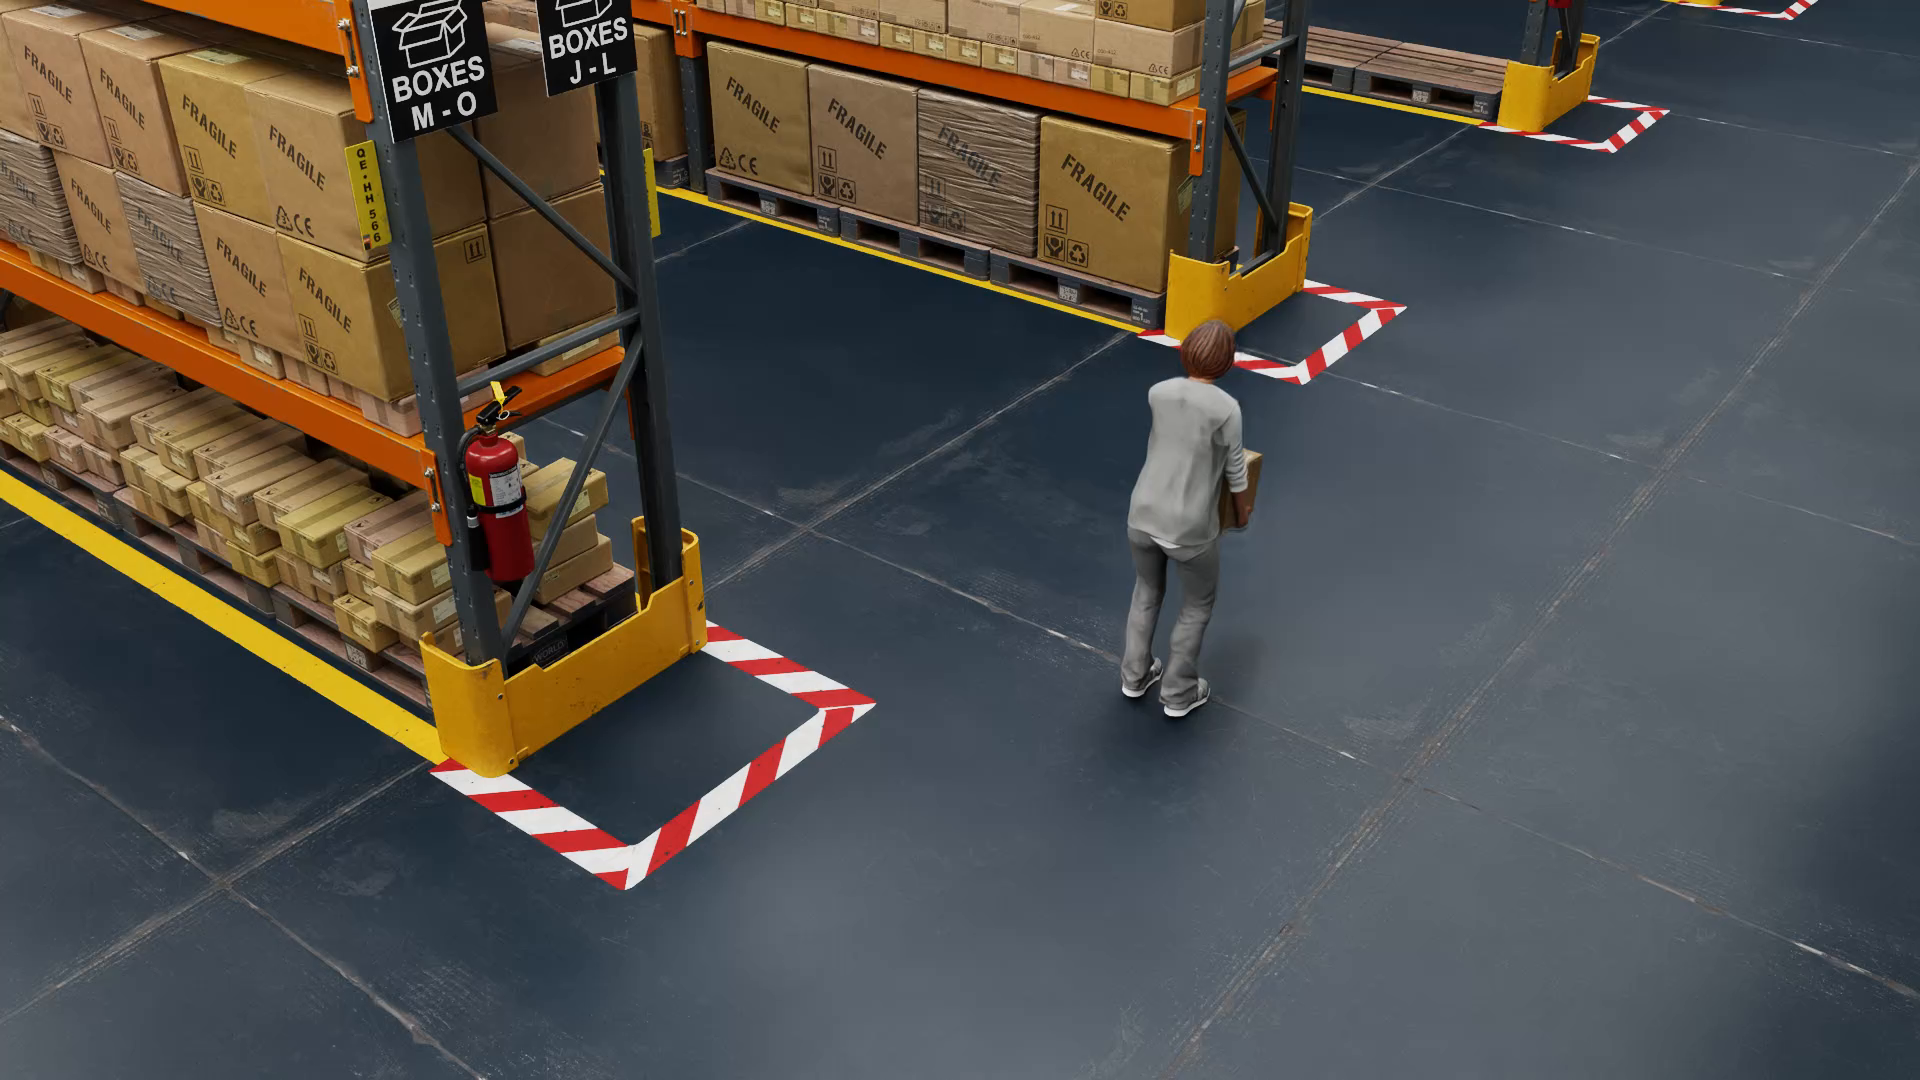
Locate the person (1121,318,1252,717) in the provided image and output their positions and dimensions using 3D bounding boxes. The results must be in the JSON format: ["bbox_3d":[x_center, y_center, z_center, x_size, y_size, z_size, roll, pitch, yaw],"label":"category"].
[{"bbox_3d":[0.858,-0.075,6.309,0.371,1.560,0.533,21,37,30],"label":"person"}]
